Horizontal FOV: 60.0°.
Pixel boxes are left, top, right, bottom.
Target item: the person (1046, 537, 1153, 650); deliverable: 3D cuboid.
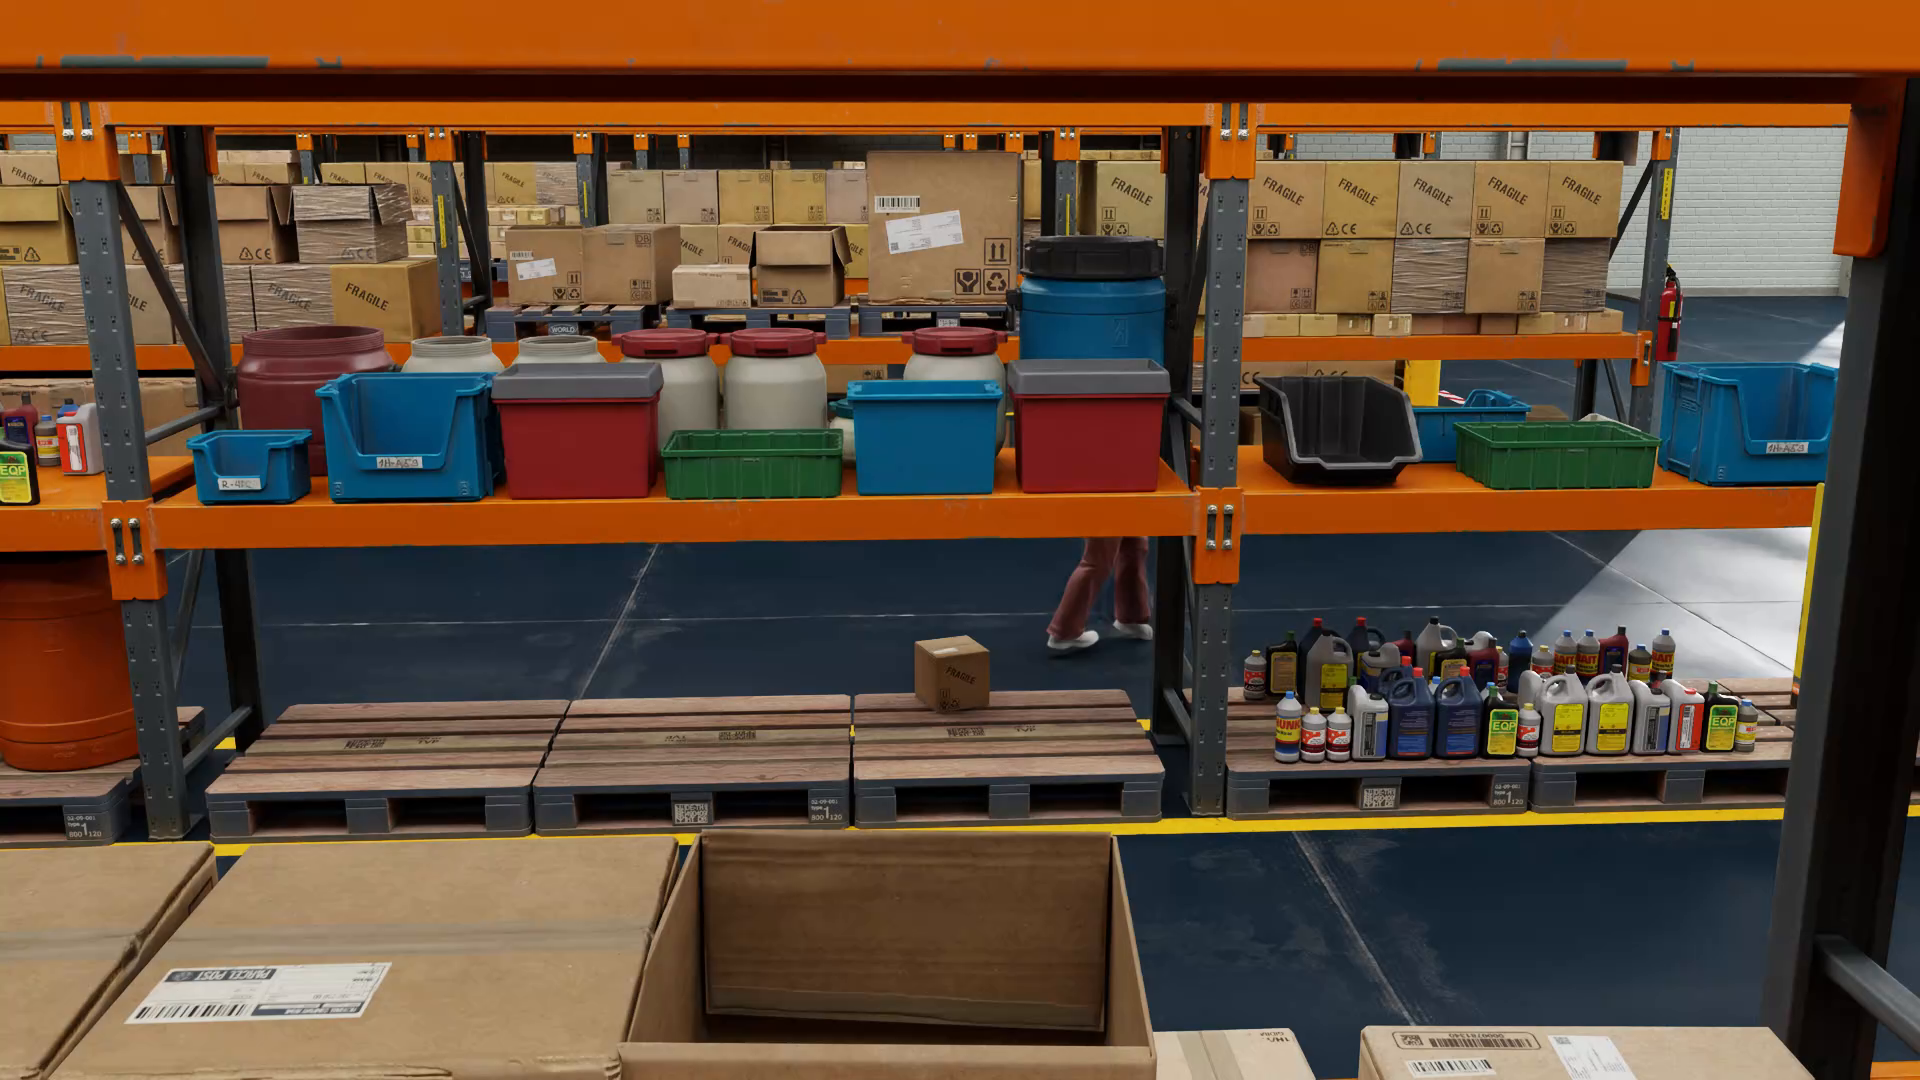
[{"bbox_3d":[0.794,-0.220,8.450,0.716,1.682,0.552,-4,14,-17],"label":"person"}]
